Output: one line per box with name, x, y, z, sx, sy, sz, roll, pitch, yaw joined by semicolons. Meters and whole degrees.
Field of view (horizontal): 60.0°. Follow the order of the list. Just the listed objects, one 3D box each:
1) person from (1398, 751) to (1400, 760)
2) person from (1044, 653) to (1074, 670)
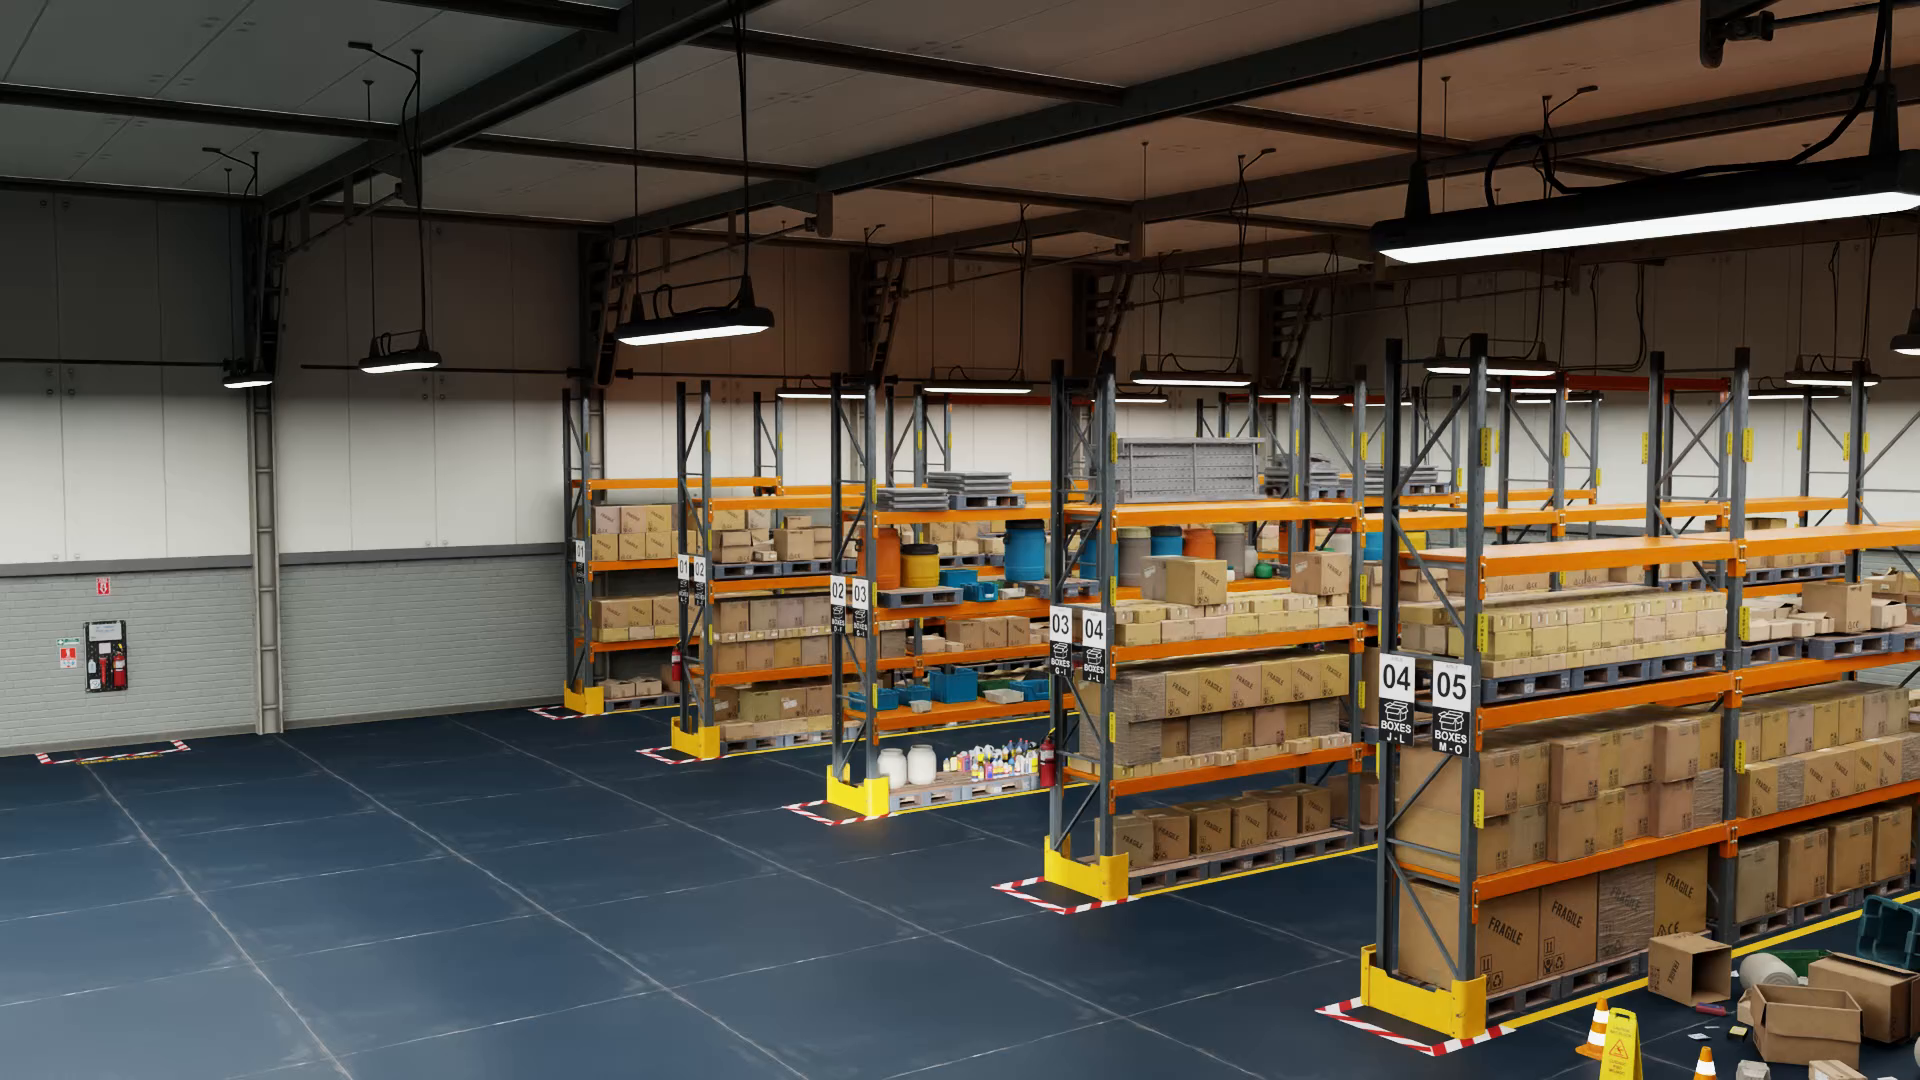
person;6.912;2.655;25.754;0.506;1.722;0.571;-2;4;-30
person;2.097;2.070;35.228;1.044;1.600;0.496;-3;5;-43
